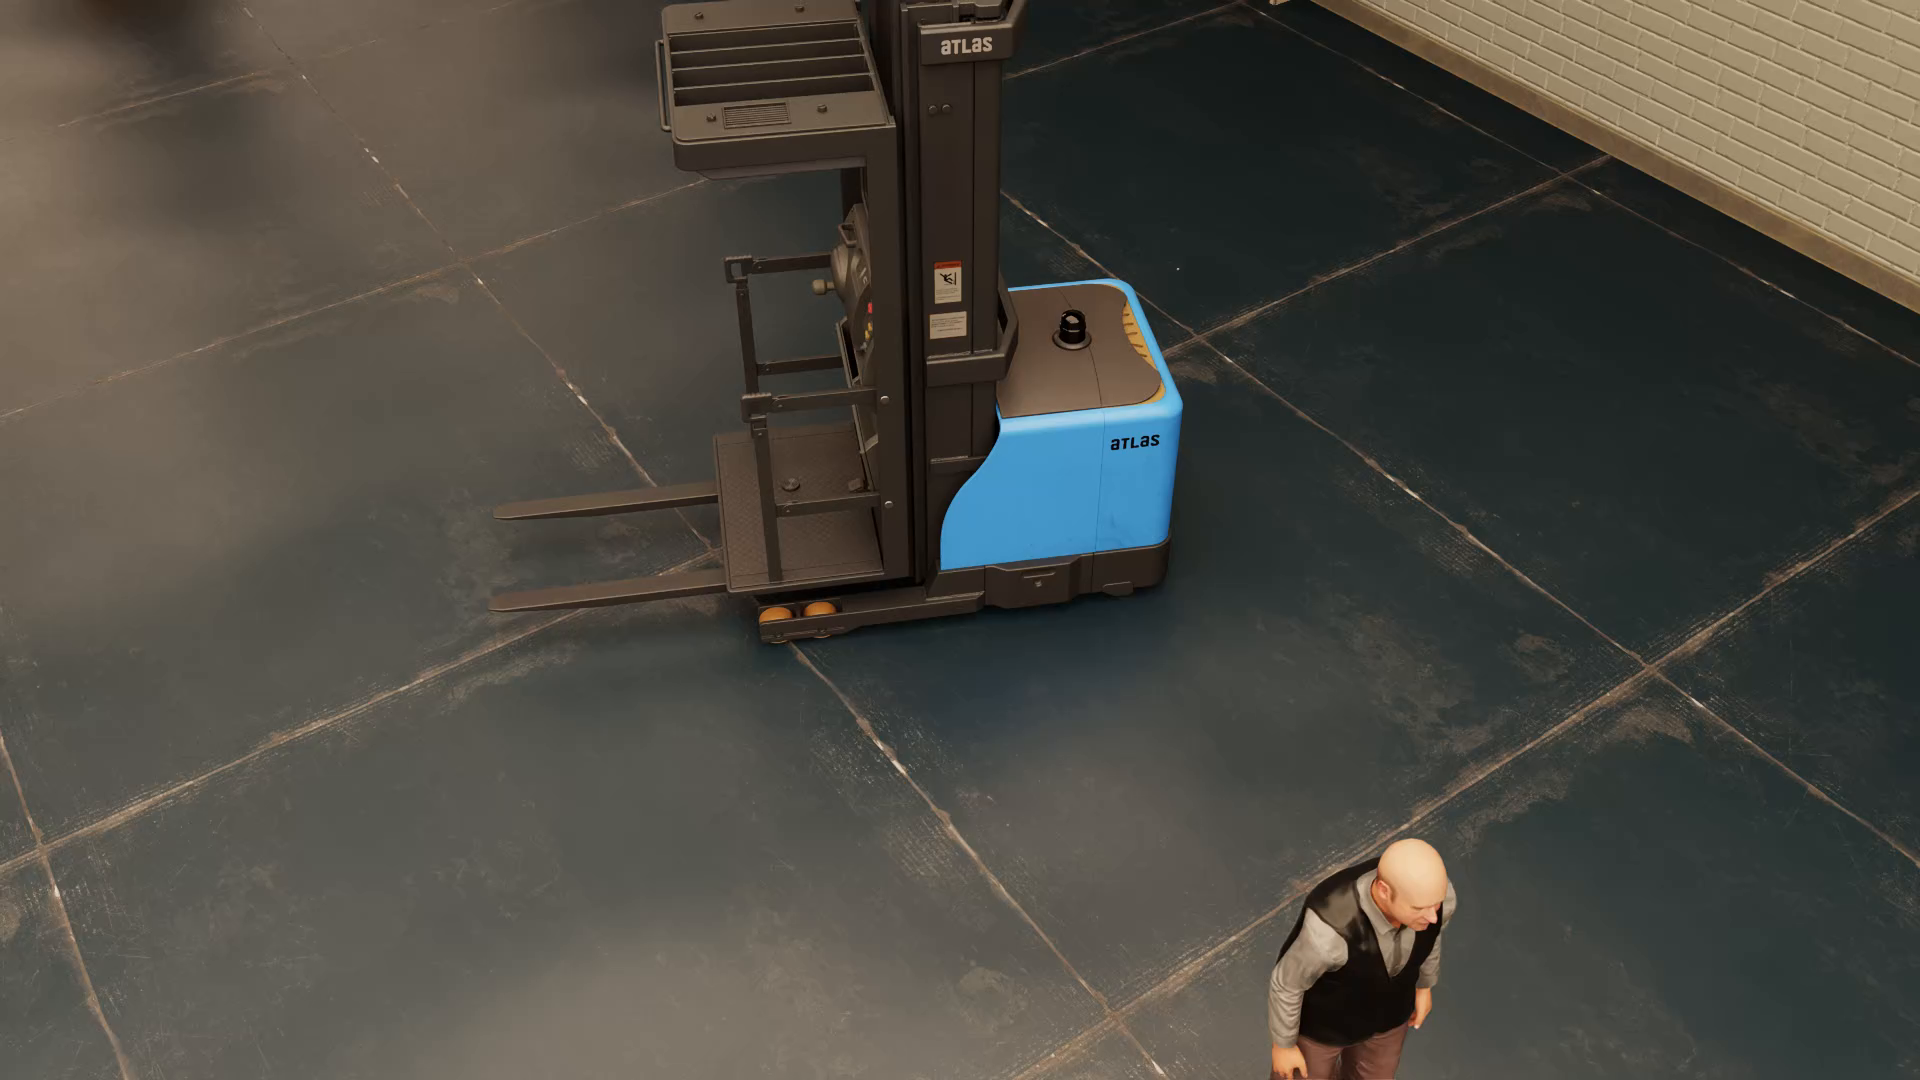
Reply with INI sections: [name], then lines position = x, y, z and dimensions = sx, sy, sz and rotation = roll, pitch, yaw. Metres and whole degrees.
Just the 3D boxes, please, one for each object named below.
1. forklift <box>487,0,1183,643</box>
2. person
[forklift]
position = -0.616, -1.007, 6.808
dimensions = 3.031, 2.935, 1.130
rotation = -7, 43, -7
[person]
position = 1.174, 1.427, 5.060
dimensions = 0.594, 1.721, 0.422
rotation = -16, 45, -16
